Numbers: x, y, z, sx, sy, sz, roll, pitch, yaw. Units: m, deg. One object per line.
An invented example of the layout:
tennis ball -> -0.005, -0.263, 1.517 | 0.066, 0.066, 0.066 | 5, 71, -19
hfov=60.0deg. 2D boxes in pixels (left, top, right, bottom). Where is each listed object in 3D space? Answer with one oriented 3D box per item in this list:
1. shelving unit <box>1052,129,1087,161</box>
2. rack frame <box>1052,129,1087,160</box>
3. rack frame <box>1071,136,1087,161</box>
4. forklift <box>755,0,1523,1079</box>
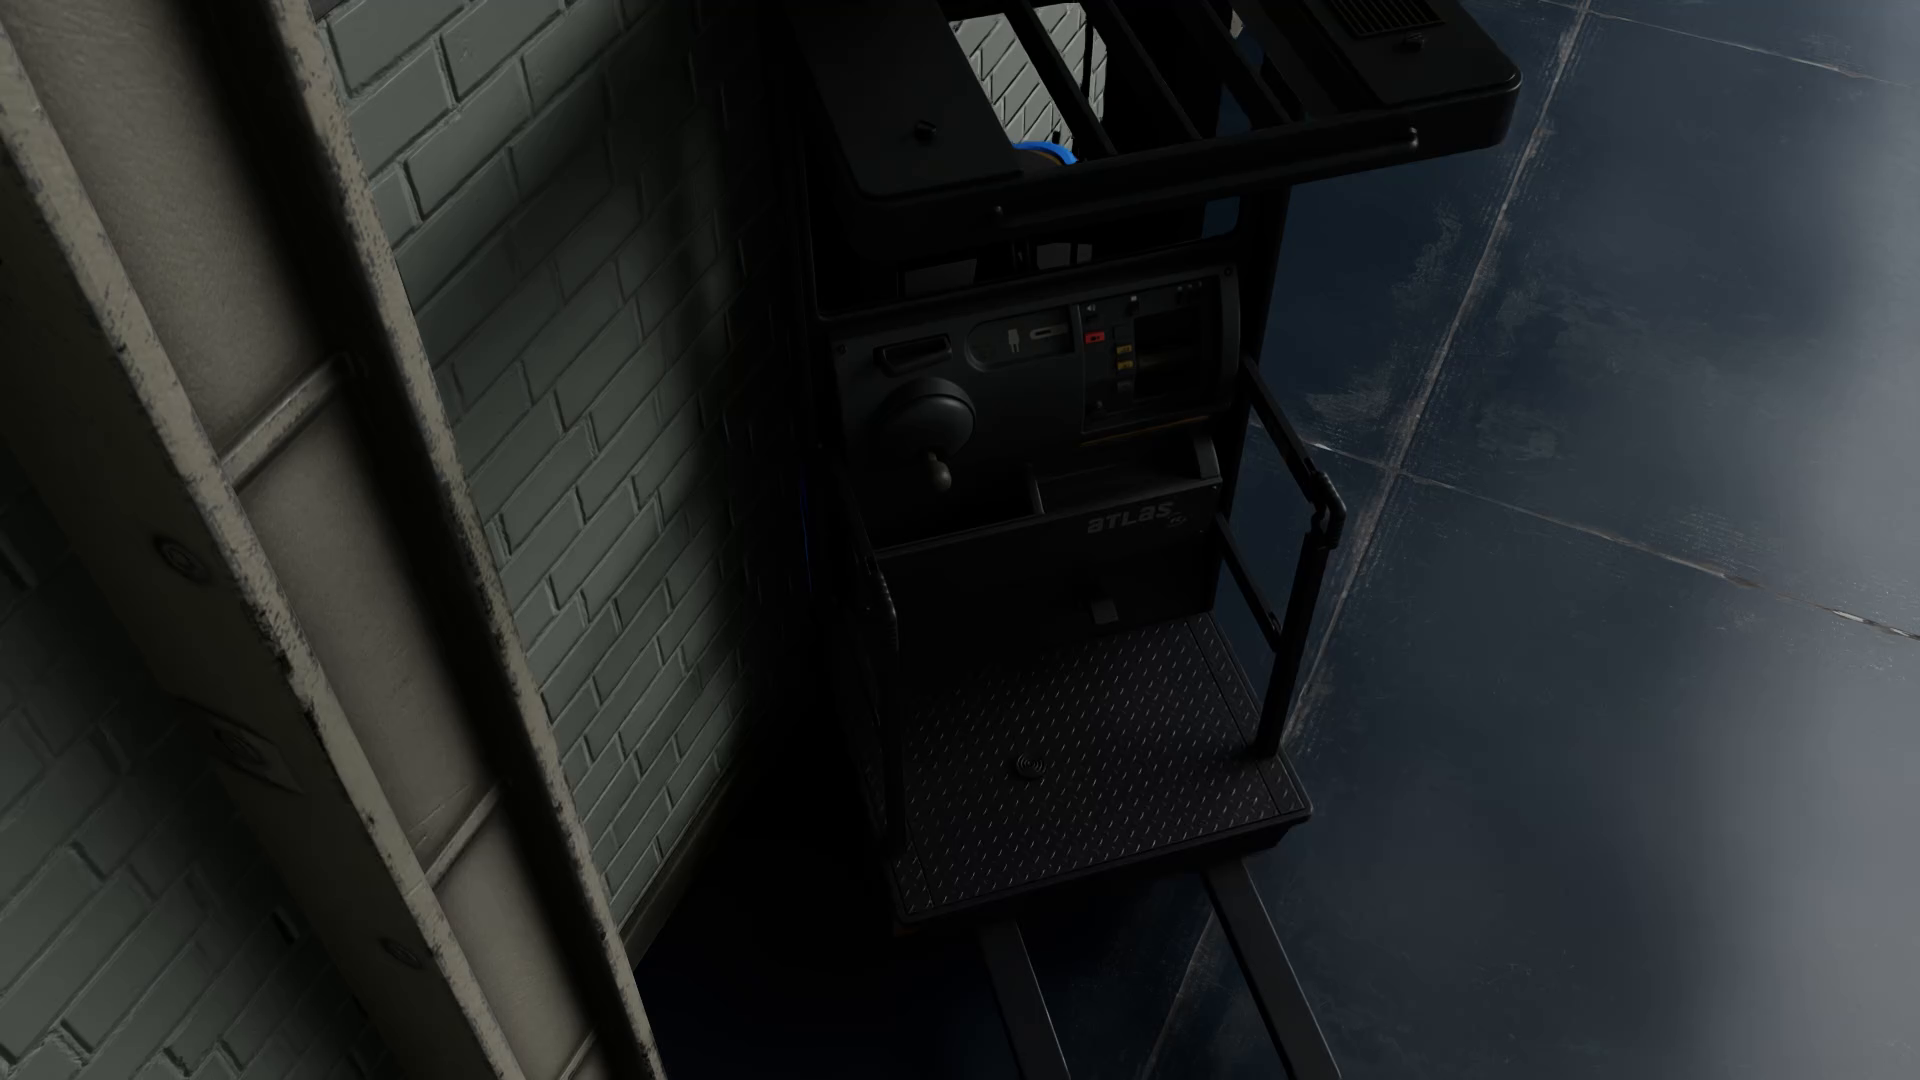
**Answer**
shelving unit -> 0.399, -0.927, 5.431 | 0.258, 0.900, 0.210 | 20, 40, 16
rack frame -> 0.356, -0.873, 5.357 | 0.240, 0.900, 0.006 | 20, 40, 16
rack frame -> 0.441, -0.982, 5.505 | 0.240, 0.900, 0.006 | 20, 40, 16
forklift -> 0.242, -0.260, 3.547 | 1.130, 2.935, 3.031 | -13, 51, -11
